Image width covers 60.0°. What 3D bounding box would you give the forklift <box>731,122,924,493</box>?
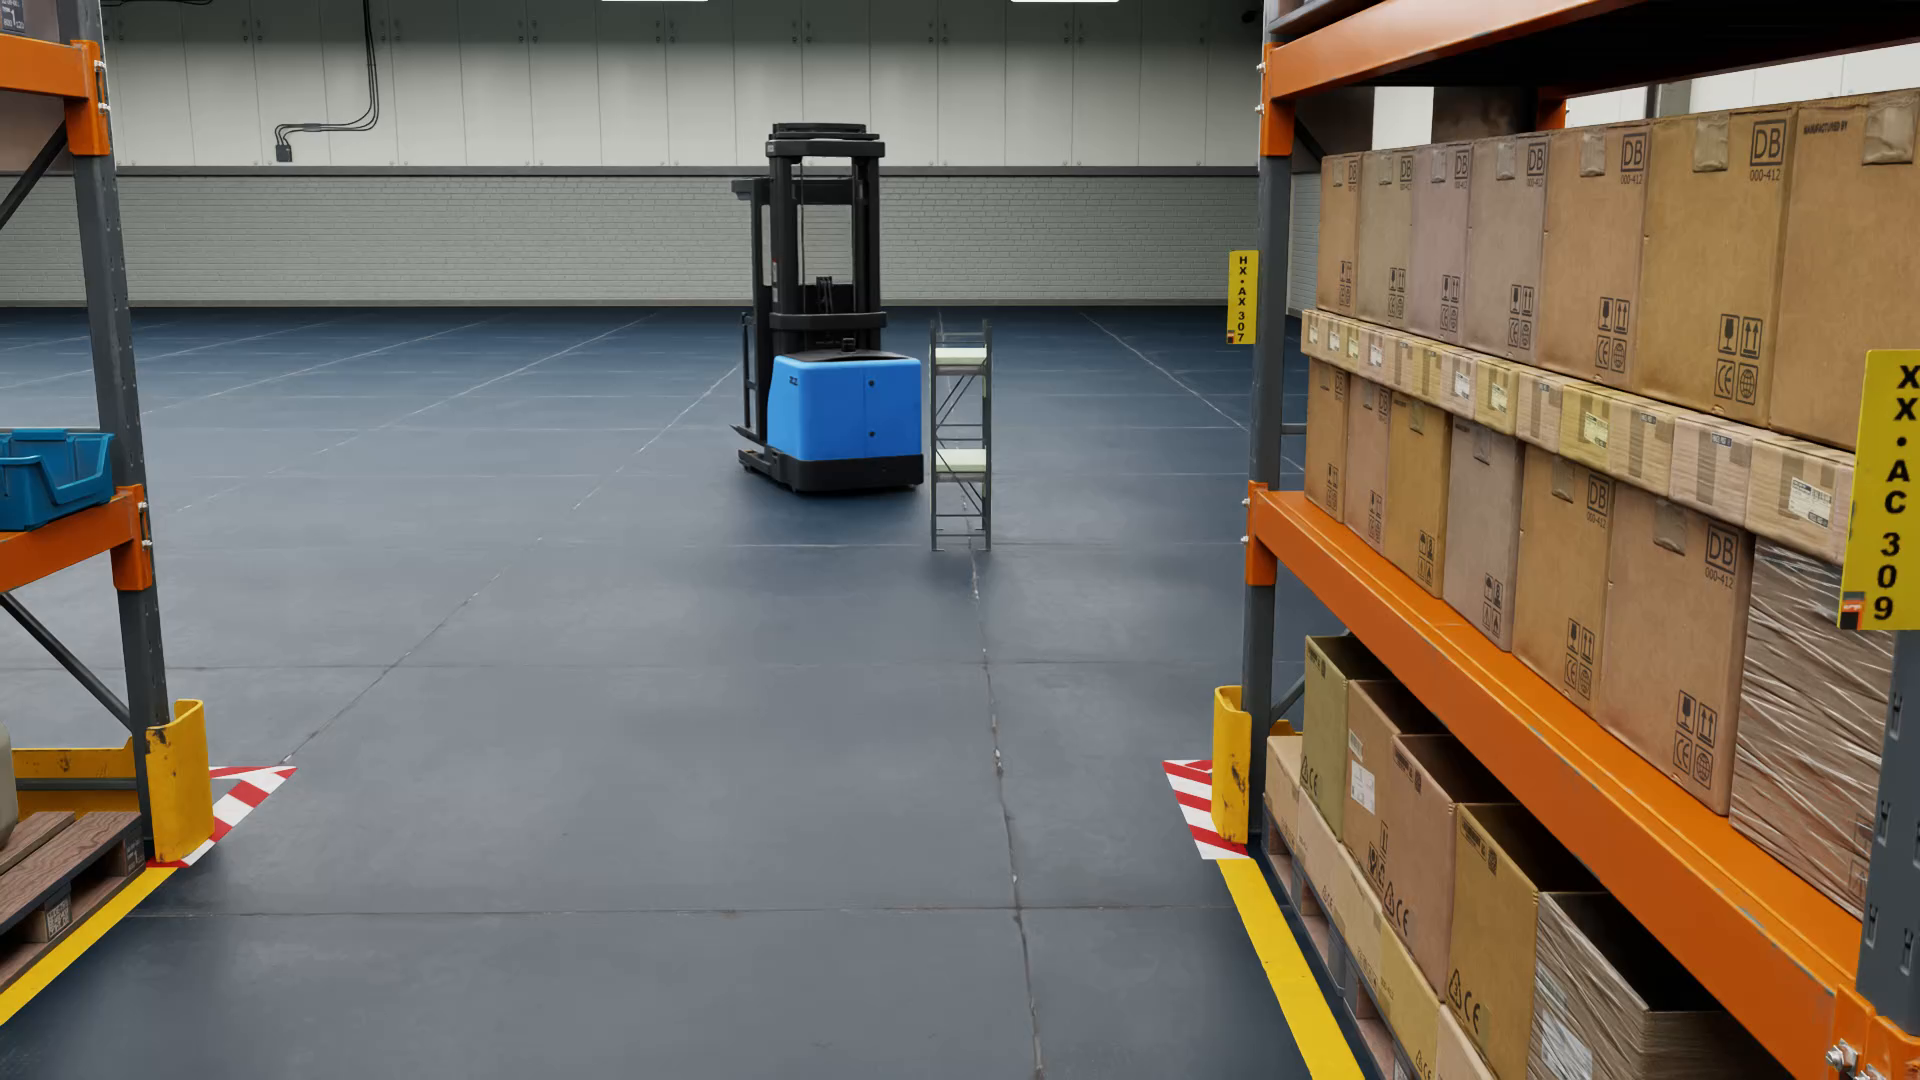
[{"bbox_3d":[-1.310,-2.061,14.348,1.130,2.935,3.031,-5,12,-21],"label":"forklift"}]

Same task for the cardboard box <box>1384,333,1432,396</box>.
[{"bbox_3d":[1.363,-0.473,4.461,0.380,0.149,0.250,-1,11,-3],"label":"cardboard box"}]

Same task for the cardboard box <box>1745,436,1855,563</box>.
[{"bbox_3d":[1.407,-0.064,2.447,0.380,0.149,0.250,0,11,-2],"label":"cardboard box"}]

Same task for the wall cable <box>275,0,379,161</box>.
[{"bbox_3d":[-13.981,-11.343,36.284,2.305,6.003,0.169,0,11,-1],"label":"wall cable"}]

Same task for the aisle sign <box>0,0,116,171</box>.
[{"bbox_3d":[-3.110,-1.660,5.657,0.394,0.787,0.004,0,11,-1],"label":"aisle sign"}]

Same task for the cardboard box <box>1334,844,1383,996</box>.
[{"bbox_3d":[1.359,1.058,4.658,0.500,0.250,0.500,0,11,-1],"label":"cardboard box"}]

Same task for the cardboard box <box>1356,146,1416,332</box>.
[{"bbox_3d":[1.561,-0.867,4.772,0.700,0.500,0.500,-1,11,-3],"label":"cardboard box"}]

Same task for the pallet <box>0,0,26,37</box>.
[{"bbox_3d":[-3.486,-1.583,4.747,1.003,0.211,1.213,0,11,-1],"label":"pallet"}]

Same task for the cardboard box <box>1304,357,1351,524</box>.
[{"bbox_3d":[1.544,-0.346,5.468,0.700,0.500,0.500,0,11,-1],"label":"cardboard box"}]

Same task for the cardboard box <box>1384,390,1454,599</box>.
[{"bbox_3d":[1.564,-0.143,4.467,0.700,0.500,0.500,0,11,-1],"label":"cardboard box"}]

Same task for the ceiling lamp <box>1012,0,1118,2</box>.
[{"bbox_3d":[1.879,-11.251,29.703,2.000,3.185,0.800,0,11,-1],"label":"ceiling lamp"}]

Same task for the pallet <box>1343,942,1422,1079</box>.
[{"bbox_3d":[1.627,1.371,4.272,1.003,0.211,1.213,0,11,-1],"label":"pallet"}]

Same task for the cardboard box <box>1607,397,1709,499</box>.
[{"bbox_3d":[1.392,-0.168,2.961,0.380,0.149,0.250,0,11,-1],"label":"cardboard box"}]

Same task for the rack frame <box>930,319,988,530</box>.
[{"bbox_3d":[-0.008,-0.809,11.775,0.400,1.500,0.023,0,11,-1],"label":"rack frame"}]

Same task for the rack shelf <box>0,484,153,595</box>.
[{"bbox_3d":[-3.364,0.380,3.951,1.077,0.370,4.000,0,11,-1],"label":"rack shelf"}]

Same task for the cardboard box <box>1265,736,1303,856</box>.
[{"bbox_3d":[1.336,0.859,5.638,0.500,0.250,0.500,0,11,-1],"label":"cardboard box"}]

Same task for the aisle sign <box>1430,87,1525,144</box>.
[{"bbox_3d":[1.839,-1.678,5.748,0.394,0.787,0.004,0,11,-1],"label":"aisle sign"}]

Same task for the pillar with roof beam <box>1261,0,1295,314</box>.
[{"bbox_3d":[2.455,-9.161,34.083,9.100,9.000,0.548,0,11,-1],"label":"pillar with roof beam"}]

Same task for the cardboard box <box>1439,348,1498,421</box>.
[{"bbox_3d":[1.371,-0.372,3.967,0.380,0.149,0.250,0,11,-1],"label":"cardboard box"}]

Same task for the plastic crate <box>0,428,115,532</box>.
[{"bbox_3d":[-3.096,-0.199,5.370,0.499,0.251,0.616,0,11,-1],"label":"plastic crate"}]

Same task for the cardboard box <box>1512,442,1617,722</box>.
[{"bbox_3d":[1.590,0.064,3.450,0.700,0.500,0.500,0,11,0],"label":"cardboard box"}]

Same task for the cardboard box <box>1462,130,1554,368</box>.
[{"bbox_3d":[1.583,-0.667,3.788,0.700,0.500,0.500,0,11,-1],"label":"cardboard box"}]

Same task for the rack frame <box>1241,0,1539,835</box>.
[{"bbox_3d":[1.547,-0.390,5.936,1.000,3.000,0.127,0,11,-1],"label":"rack frame"}]

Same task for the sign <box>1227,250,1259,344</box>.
[{"bbox_3d":[0.992,-0.852,5.837,0.100,0.325,0.005,0,11,-1],"label":"sign"}]

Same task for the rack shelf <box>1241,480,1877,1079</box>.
[{"bbox_3d":[1.588,0.360,4.048,1.077,0.370,4.000,0,11,-1],"label":"rack shelf"}]

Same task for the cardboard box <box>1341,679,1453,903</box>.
[{"bbox_3d":[1.371,0.691,4.584,0.500,0.500,0.500,0,11,-1],"label":"cardboard box"}]

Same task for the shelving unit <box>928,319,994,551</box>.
[{"bbox_3d":[0.000,-0.736,11.417,0.431,1.500,0.755,0,11,-1],"label":"shelving unit"}]

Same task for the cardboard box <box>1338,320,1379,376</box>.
[{"bbox_3d":[1.352,-0.576,4.970,0.380,0.149,0.250,0,11,-1],"label":"cardboard box"}]

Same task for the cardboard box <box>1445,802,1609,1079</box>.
[{"bbox_3d":[1.389,0.889,3.604,0.500,0.500,0.500,0,11,-1],"label":"cardboard box"}]

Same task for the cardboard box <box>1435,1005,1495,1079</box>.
[{"bbox_3d":[1.376,1.257,3.678,0.500,0.250,0.500,0,11,-1],"label":"cardboard box"}]

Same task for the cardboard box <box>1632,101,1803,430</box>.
[{"bbox_3d":[1.602,-0.468,2.808,0.700,0.500,0.500,0,11,-1],"label":"cardboard box"}]

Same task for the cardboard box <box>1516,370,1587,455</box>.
[{"bbox_3d":[1.385,-0.267,3.449,0.380,0.149,0.250,0,11,0],"label":"cardboard box"}]

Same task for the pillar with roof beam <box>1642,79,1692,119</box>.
[{"bbox_3d":[2.827,-5.583,16.446,9.100,9.000,0.400,0,11,-1],"label":"pillar with roof beam"}]

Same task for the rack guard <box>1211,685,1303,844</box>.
[{"bbox_3d":[1.546,0.830,6.208,1.175,0.500,0.348,0,11,-1],"label":"rack guard"}]

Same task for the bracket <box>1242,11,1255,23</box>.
[{"bbox_3d":[6.346,-11.495,36.534,0.235,0.232,0.430,0,11,-1],"label":"bracket"}]

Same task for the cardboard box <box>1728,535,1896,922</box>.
[{"bbox_3d":[1.614,0.268,2.441,0.700,0.500,0.500,-1,11,-3],"label":"cardboard box"}]

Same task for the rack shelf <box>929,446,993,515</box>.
[{"bbox_3d":[0.000,-0.417,11.481,0.431,0.370,0.720,0,11,-1],"label":"rack shelf"}]

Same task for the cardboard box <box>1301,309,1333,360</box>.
[{"bbox_3d":[1.340,-0.678,5.473,0.380,0.149,0.250,0,11,-2],"label":"cardboard box"}]
